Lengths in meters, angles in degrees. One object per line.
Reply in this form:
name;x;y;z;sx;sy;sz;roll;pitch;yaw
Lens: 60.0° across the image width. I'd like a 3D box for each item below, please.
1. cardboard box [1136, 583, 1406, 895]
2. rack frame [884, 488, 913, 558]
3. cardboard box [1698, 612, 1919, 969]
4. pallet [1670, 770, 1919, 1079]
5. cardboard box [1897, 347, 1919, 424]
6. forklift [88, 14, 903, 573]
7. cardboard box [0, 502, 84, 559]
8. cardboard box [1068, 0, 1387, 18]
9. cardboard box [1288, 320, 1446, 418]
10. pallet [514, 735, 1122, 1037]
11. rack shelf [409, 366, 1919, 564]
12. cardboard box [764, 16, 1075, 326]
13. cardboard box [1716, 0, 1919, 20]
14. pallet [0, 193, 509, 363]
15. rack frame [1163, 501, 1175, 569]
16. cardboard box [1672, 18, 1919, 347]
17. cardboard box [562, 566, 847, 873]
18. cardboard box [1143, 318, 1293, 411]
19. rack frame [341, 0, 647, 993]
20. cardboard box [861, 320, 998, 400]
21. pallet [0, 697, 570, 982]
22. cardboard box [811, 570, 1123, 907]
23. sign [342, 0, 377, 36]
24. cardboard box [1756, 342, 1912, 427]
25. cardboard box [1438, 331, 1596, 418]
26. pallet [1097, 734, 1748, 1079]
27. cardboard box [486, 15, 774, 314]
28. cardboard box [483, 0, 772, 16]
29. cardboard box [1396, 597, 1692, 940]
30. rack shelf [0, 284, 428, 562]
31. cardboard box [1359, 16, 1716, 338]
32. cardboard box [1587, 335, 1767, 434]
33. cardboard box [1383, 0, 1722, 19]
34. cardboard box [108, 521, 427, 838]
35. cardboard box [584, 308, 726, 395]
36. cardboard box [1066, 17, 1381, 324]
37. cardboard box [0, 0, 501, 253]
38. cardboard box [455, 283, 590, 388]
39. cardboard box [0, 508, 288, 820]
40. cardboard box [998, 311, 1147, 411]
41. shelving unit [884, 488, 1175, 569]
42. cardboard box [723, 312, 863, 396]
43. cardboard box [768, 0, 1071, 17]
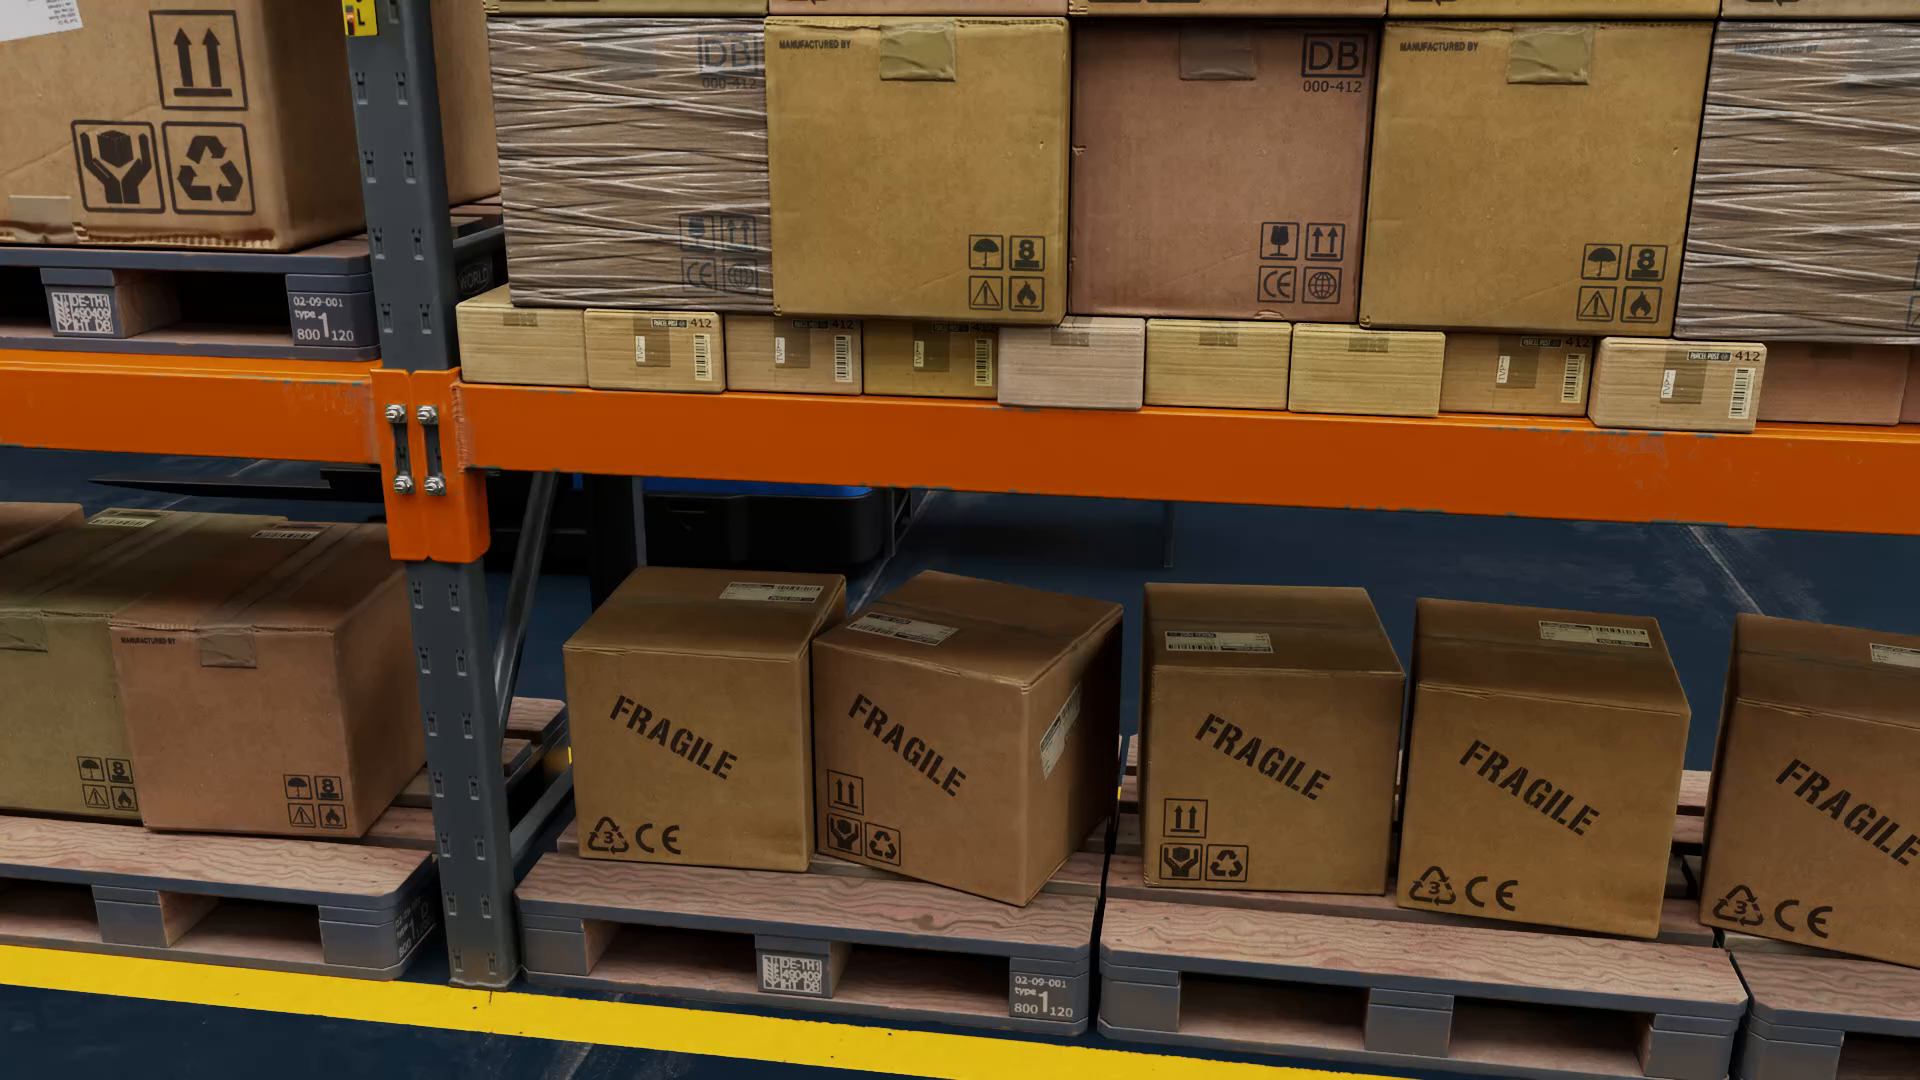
cardboard box;0.650;0.416;3.610;0.500;0.500;0.500;1;19;4
rack frame;-0.232;-0.723;6.102;0.032;1.500;0.500;2;19;6
cardboard box;1.809;0.496;3.372;0.500;0.500;0.500;8;20;23
pallet;2.147;0.832;3.484;1.213;0.211;1.003;3;19;9
cardboard box;1.718;-0.317;2.920;0.250;0.149;0.380;3;19;9
forklift;-1.755;-1.455;6.031;3.031;2.935;1.130;2;19;6
cardboard box;-2.554;0.245;4.089;0.500;0.500;0.700;1;19;4
cardboard box;0.460;-1.146;2.799;0.500;0.500;0.500;3;19;9
cardboard box;0.717;-0.340;2.989;0.250;0.149;0.380;3;19;9
pallet;-0.262;0.709;3.851;1.213;0.211;1.003;3;19;9
rack shelf;1.044;-0.194;3.289;4.000;0.370;1.077;3;19;9
cardboard box;-0.008;-0.746;3.179;0.500;0.500;0.875;3;19;9
cardboard box;1.448;-1.097;2.651;0.500;0.500;0.500;3;19;9
pallet;-1.663;-0.629;3.758;1.213;0.211;1.003;3;19;9
rack frame;0.778;-0.686;5.990;0.032;1.500;0.500;2;19;6
cardboard box;1.480;-0.686;2.998;0.500;0.500;0.875;3;19;9
cardboard box;-0.542;0.383;3.709;0.500;0.500;0.500;2;19;7
cardboard box;0.472;-0.356;3.037;0.250;0.149;0.380;3;19;9
rack frame;-0.931;-0.636;3.476;0.127;3.000;1.000;3;19;9
cardboard box;-0.022;-0.381;3.112;0.250;0.149;0.380;3;19;9
pallet;-1.700;0.648;4.034;1.213;0.211;1.003;3;19;9
cardboard box;0.024;0.410;3.629;0.500;0.500;0.500;9;21;26
sign;-1.016;-1.011;2.772;0.005;0.325;0.100;3;19;9
cardboard box;1.467;-0.323;2.937;0.250;0.149;0.380;3;19;9
cardboard box;0.971;-0.342;2.994;0.250;0.149;0.380;3;19;9
pallet;0.946;0.770;3.669;1.213;0.211;1.003;3;19;9
cardboard box;-0.497;-0.782;3.287;0.500;0.500;0.875;3;19;9
cardboard box;-0.527;-1.196;2.949;0.500;0.500;0.500;3;19;9
cardboard box;1.194;0.458;3.484;0.500;0.500;0.500;5;19;14
rack shelf;-2.906;-0.395;3.891;4.000;0.370;1.077;3;19;9
cardboard box;0.988;-0.714;3.085;0.500;0.500;0.875;3;19;9
cardboard box;1.206;-0.308;2.891;0.250;0.149;0.380;3;19;9
cardboard box;0.956;-1.124;2.734;0.500;0.500;0.500;3;19;9
cardboard box;-1.534;0.303;3.915;0.500;0.500;0.700;1;19;4
cardboard box;-0.522;-0.395;3.152;0.250;0.149;0.380;3;19;9
cardboard box;0.501;-0.753;3.198;0.500;0.500;0.875;3;19;9
cardboard box;-1.693;-1.203;3.565;1.000;1.000;1.000;3;19;9
cardboard box;-0.767;-0.412;3.202;0.250;0.149;0.380;3;19;9
cardboard box;-2.002;0.273;4.005;0.500;0.500;0.700;3;19;8
cardboard box;0.218;-0.356;3.036;0.250;0.149;0.380;3;19;9
shelving unit;0.273;-0.705;6.046;1.048;1.500;0.538;2;19;6
cardboard box;-0.271;-0.391;3.141;0.250;0.149;0.380;3;19;9
cardboard box;-0.033;-1.172;2.875;0.500;0.500;0.500;3;19;9
